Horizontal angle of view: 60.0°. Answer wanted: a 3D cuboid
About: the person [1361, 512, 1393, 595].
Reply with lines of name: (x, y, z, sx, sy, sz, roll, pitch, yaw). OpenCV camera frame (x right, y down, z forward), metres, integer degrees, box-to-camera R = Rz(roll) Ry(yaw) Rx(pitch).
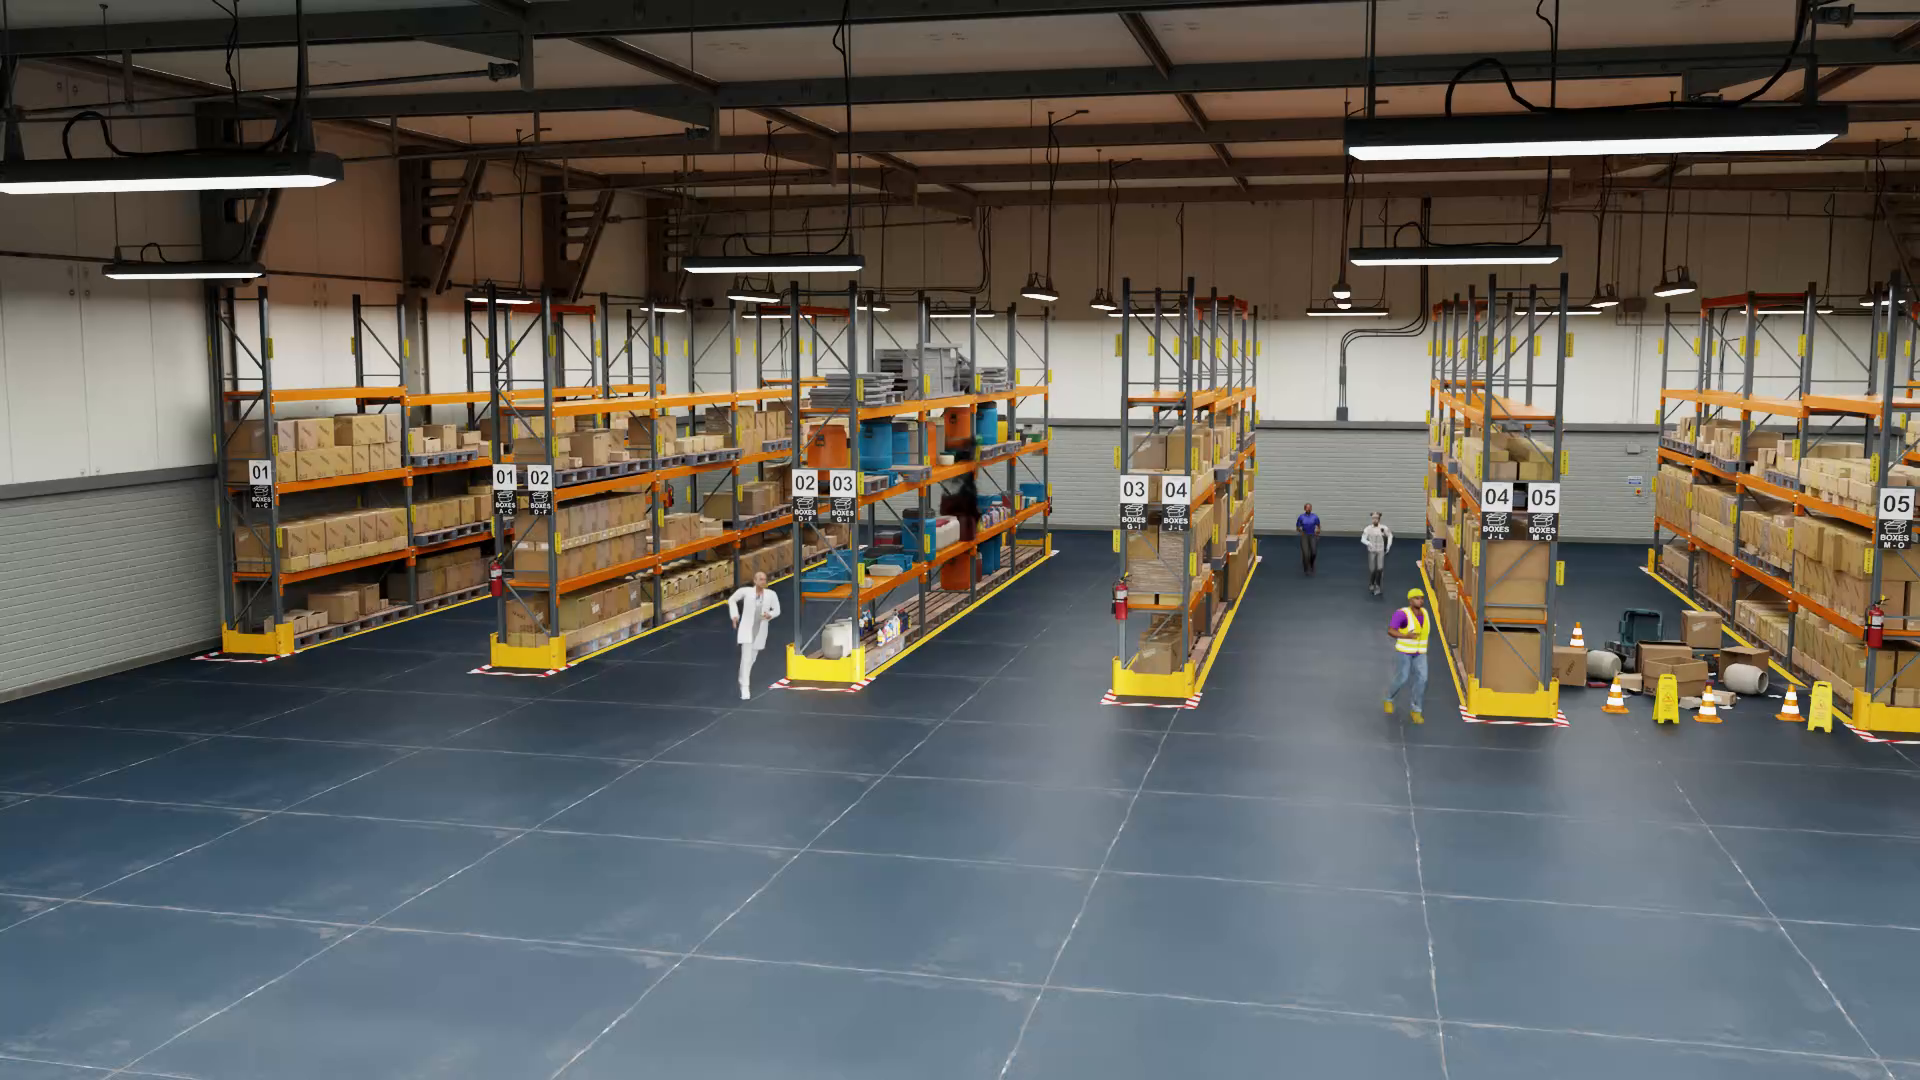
person: (8.527, 0.268, 34.069, 0.616, 1.716, 0.683, 2, 7, 18)

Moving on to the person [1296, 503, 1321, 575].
person: (7.679, -0.010, 36.609, 0.548, 1.612, 0.563, 1, 7, 7)

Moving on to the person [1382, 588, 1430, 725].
person: (6.097, 1.545, 22.525, 0.722, 1.812, 0.828, -2, 7, -19)

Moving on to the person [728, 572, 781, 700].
person: (-2.974, 1.350, 24.270, 0.717, 1.789, 0.963, -3, 7, -23)
